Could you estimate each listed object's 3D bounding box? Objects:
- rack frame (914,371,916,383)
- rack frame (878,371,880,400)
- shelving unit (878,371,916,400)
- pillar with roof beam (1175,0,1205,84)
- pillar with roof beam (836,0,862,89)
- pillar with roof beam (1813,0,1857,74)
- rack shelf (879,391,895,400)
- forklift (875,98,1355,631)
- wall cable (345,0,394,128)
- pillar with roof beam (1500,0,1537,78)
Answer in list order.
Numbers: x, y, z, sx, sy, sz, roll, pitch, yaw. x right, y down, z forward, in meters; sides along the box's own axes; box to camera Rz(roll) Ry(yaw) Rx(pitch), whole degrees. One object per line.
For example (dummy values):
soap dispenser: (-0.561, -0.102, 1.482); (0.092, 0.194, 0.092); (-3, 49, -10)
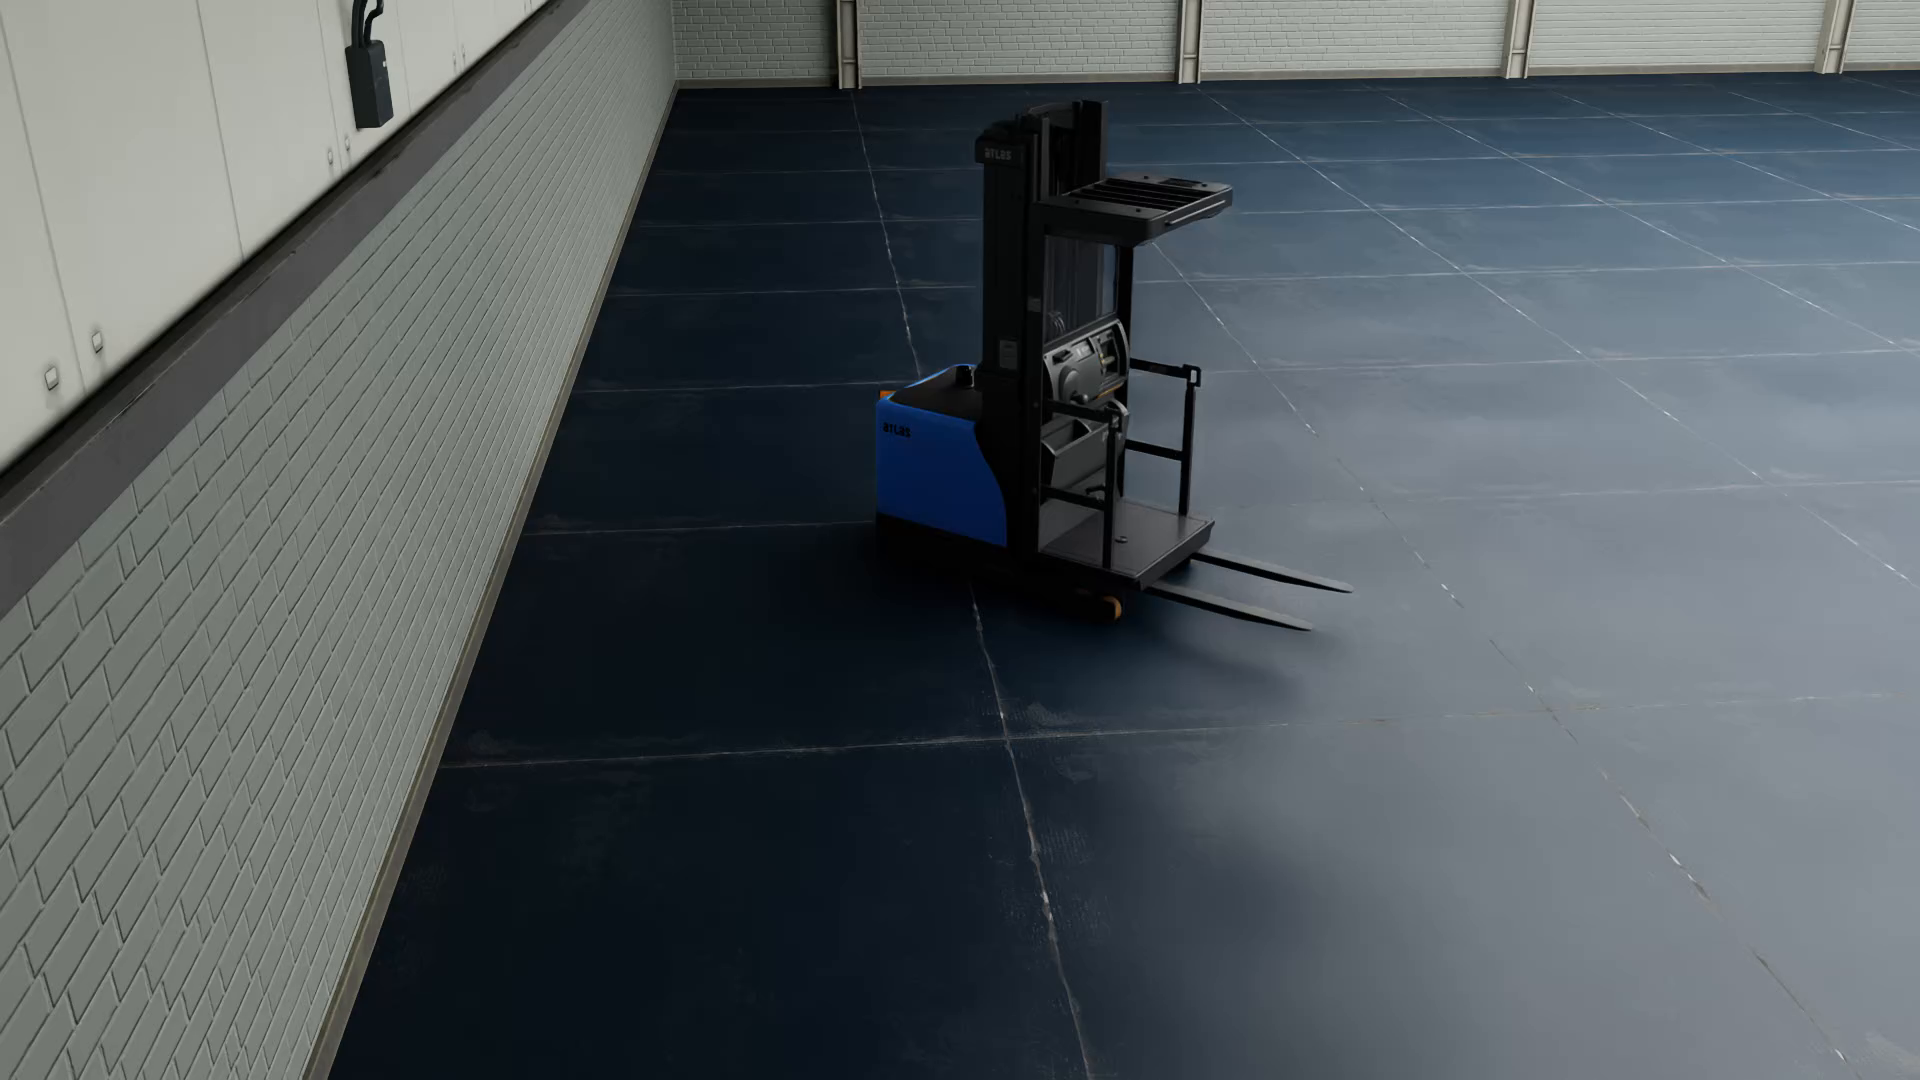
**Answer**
rack frame: (-0.302, -0.622, 11.356); (0.008, 1.050, 0.200); (-1, 24, -2)
rack frame: (-0.546, -0.619, 11.349); (0.008, 1.050, 0.200); (-1, 24, -2)
shelving unit: (-0.424, -0.620, 11.353); (0.252, 1.050, 0.215); (-1, 24, -2)
pillar with roof beam: (4.469, -10.519, 23.837); (0.400, 9.000, 9.100); (-2, 24, -5)
pillar with roof beam: (-1.502, -10.280, 23.298); (0.400, 9.000, 9.100); (-2, 24, -5)
pillar with roof beam: (16.411, -10.998, 24.915); (0.400, 9.000, 9.100); (-2, 24, -5)
rack shelf: (-0.424, -0.870, 11.242); (0.240, 0.259, 0.215); (-1, 24, -2)
forklift: (0.947, -1.077, 10.063); (3.031, 2.935, 1.130); (16, 28, 31)
wall cable: (-2.808, -5.096, 7.449); (0.169, 6.003, 2.305); (-2, 24, -5)
pillar with roof beam: (10.440, -10.759, 24.376); (0.400, 9.000, 9.100); (-2, 24, -5)
